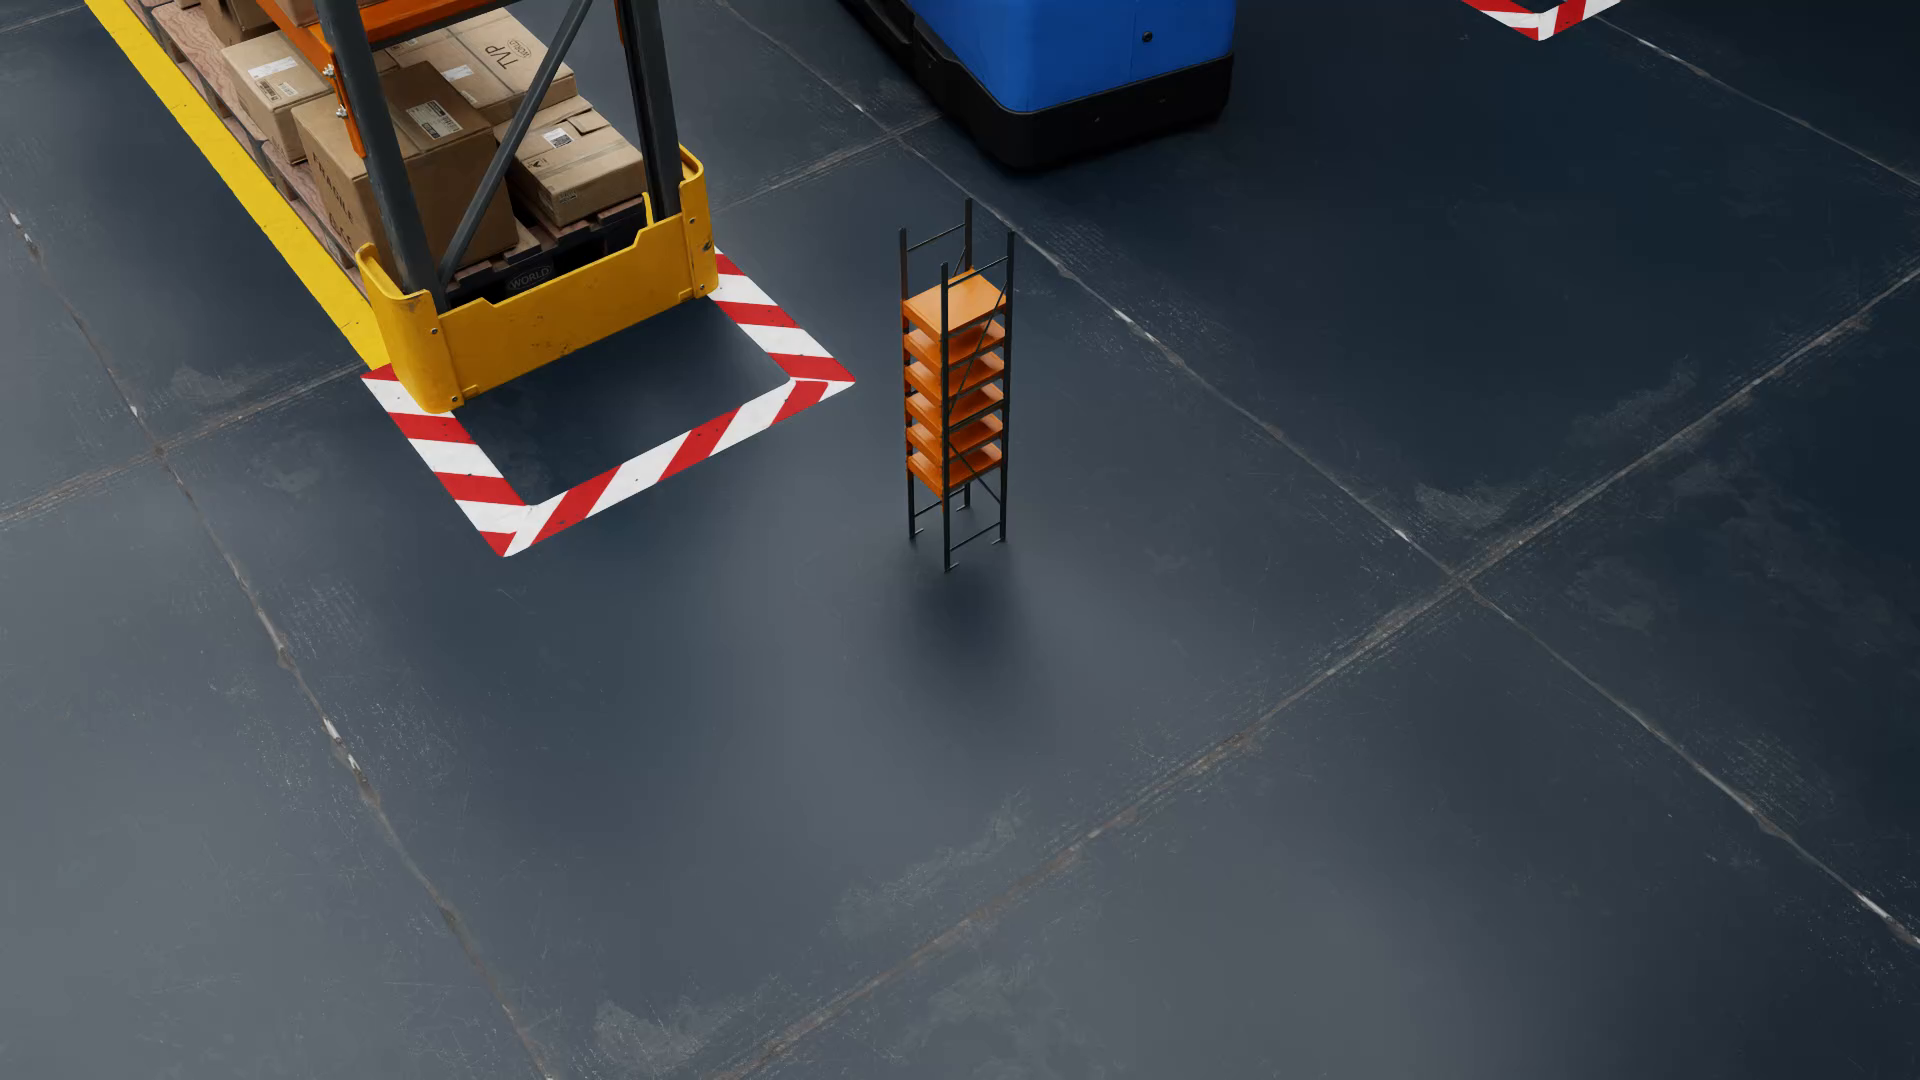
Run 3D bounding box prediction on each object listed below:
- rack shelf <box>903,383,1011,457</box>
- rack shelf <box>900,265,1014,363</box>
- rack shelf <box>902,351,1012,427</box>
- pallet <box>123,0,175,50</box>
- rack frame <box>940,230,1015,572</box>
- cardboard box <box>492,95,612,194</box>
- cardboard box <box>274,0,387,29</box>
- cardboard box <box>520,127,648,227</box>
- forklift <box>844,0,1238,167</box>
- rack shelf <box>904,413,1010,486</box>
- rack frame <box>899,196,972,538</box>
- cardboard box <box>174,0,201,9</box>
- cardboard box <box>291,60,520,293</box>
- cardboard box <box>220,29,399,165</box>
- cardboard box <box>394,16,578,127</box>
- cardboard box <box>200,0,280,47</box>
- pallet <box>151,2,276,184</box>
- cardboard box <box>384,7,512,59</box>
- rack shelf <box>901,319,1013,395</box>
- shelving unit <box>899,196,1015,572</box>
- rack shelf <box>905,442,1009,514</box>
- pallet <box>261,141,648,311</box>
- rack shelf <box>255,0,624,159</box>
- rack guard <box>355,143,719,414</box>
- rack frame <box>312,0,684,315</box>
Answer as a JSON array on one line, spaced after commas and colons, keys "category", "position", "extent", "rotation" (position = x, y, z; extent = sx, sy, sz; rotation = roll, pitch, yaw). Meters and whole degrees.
[{"category": "rack shelf", "position": [-0.009, -0.382, 4.846], "extent": [0.258, 0.103, 0.180], "rotation": [-29, 54, -24]}, {"category": "rack shelf", "position": [-0.009, -0.623, 4.579], "extent": [0.258, 0.103, 0.180], "rotation": [-29, 54, -24]}, {"category": "rack shelf", "position": [-0.009, -0.462, 4.757], "extent": [0.258, 0.103, 0.180], "rotation": [-29, 54, -24]}, {"category": "pallet", "position": [-3.389, -2.750, 7.601], "extent": [1.003, 0.211, 1.213], "rotation": [-29, 54, -24]}, {"category": "rack frame", "position": [0.047, -0.358, 4.764], "extent": [0.240, 1.200, 0.006], "rotation": [-29, 54, -24]}, {"category": "cardboard box", "position": [-1.513, -1.478, 6.181], "extent": [0.380, 0.166, 0.250], "rotation": [-29, 54, -24]}, {"category": "cardboard box", "position": [-1.869, -1.909, 4.888], "extent": [0.500, 0.500, 0.500], "rotation": [-28, 54, -23]}, {"category": "cardboard box", "position": [-1.362, -1.325, 6.054], "extent": [0.380, 0.149, 0.250], "rotation": [-29, 54, -24]}, {"category": "forklift", "position": [-0.018, -3.535, 6.476], "extent": [1.130, 2.935, 3.031], "rotation": [-20, 51, -18]}, {"category": "rack shelf", "position": [-0.009, -0.301, 4.935], "extent": [0.258, 0.103, 0.180], "rotation": [-29, 54, -24]}, {"category": "rack frame", "position": [-0.064, -0.465, 4.862], "extent": [0.240, 1.200, 0.006], "rotation": [-29, 54, -24]}, {"category": "cardboard box", "position": [-3.190, -2.438, 7.051], "extent": [0.380, 0.166, 0.250], "rotation": [-29, 54, -24]}, {"category": "cardboard box", "position": [-1.907, -1.252, 5.750], "extent": [0.500, 0.500, 0.500], "rotation": [-29, 54, -24]}, {"category": "cardboard box", "position": [-2.458, -1.741, 6.363], "extent": [0.500, 0.250, 0.500], "rotation": [-29, 54, -24]}, {"category": "cardboard box", "position": [-1.788, -1.700, 6.326], "extent": [0.500, 0.250, 0.500], "rotation": [-29, 54, -24]}, {"category": "cardboard box", "position": [-2.662, -2.296, 6.695], "extent": [0.797, 0.503, 0.637], "rotation": [-29, 54, -24]}, {"category": "pallet", "position": [-2.646, -2.030, 6.948], "extent": [1.003, 0.211, 1.213], "rotation": [-29, 54, -24]}, {"category": "cardboard box", "position": [-2.091, -1.995, 6.593], "extent": [0.500, 0.250, 0.500], "rotation": [-29, 54, -24]}, {"category": "rack shelf", "position": [-0.009, -0.543, 4.668], "extent": [0.258, 0.103, 0.180], "rotation": [-29, 54, -24]}, {"category": "shelving unit", "position": [-0.009, -0.412, 4.813], "extent": [0.258, 1.200, 0.189], "rotation": [-29, 54, -24]}, {"category": "rack shelf", "position": [-0.009, -0.220, 5.024], "extent": [0.258, 0.103, 0.180], "rotation": [-29, 54, -24]}, {"category": "pallet", "position": [-1.911, -1.311, 6.296], "extent": [1.003, 0.211, 1.213], "rotation": [-29, 54, -24]}, {"category": "rack shelf", "position": [-2.593, -2.671, 6.132], "extent": [1.077, 0.370, 4.000], "rotation": [-29, 54, -24]}, {"category": "rack guard", "position": [-1.428, -0.939, 5.763], "extent": [1.175, 0.500, 0.348], "rotation": [-29, 54, -24]}, {"category": "rack frame", "position": [-1.382, -1.733, 4.797], "extent": [1.000, 3.000, 0.127], "rotation": [-29, 54, -24]}]
